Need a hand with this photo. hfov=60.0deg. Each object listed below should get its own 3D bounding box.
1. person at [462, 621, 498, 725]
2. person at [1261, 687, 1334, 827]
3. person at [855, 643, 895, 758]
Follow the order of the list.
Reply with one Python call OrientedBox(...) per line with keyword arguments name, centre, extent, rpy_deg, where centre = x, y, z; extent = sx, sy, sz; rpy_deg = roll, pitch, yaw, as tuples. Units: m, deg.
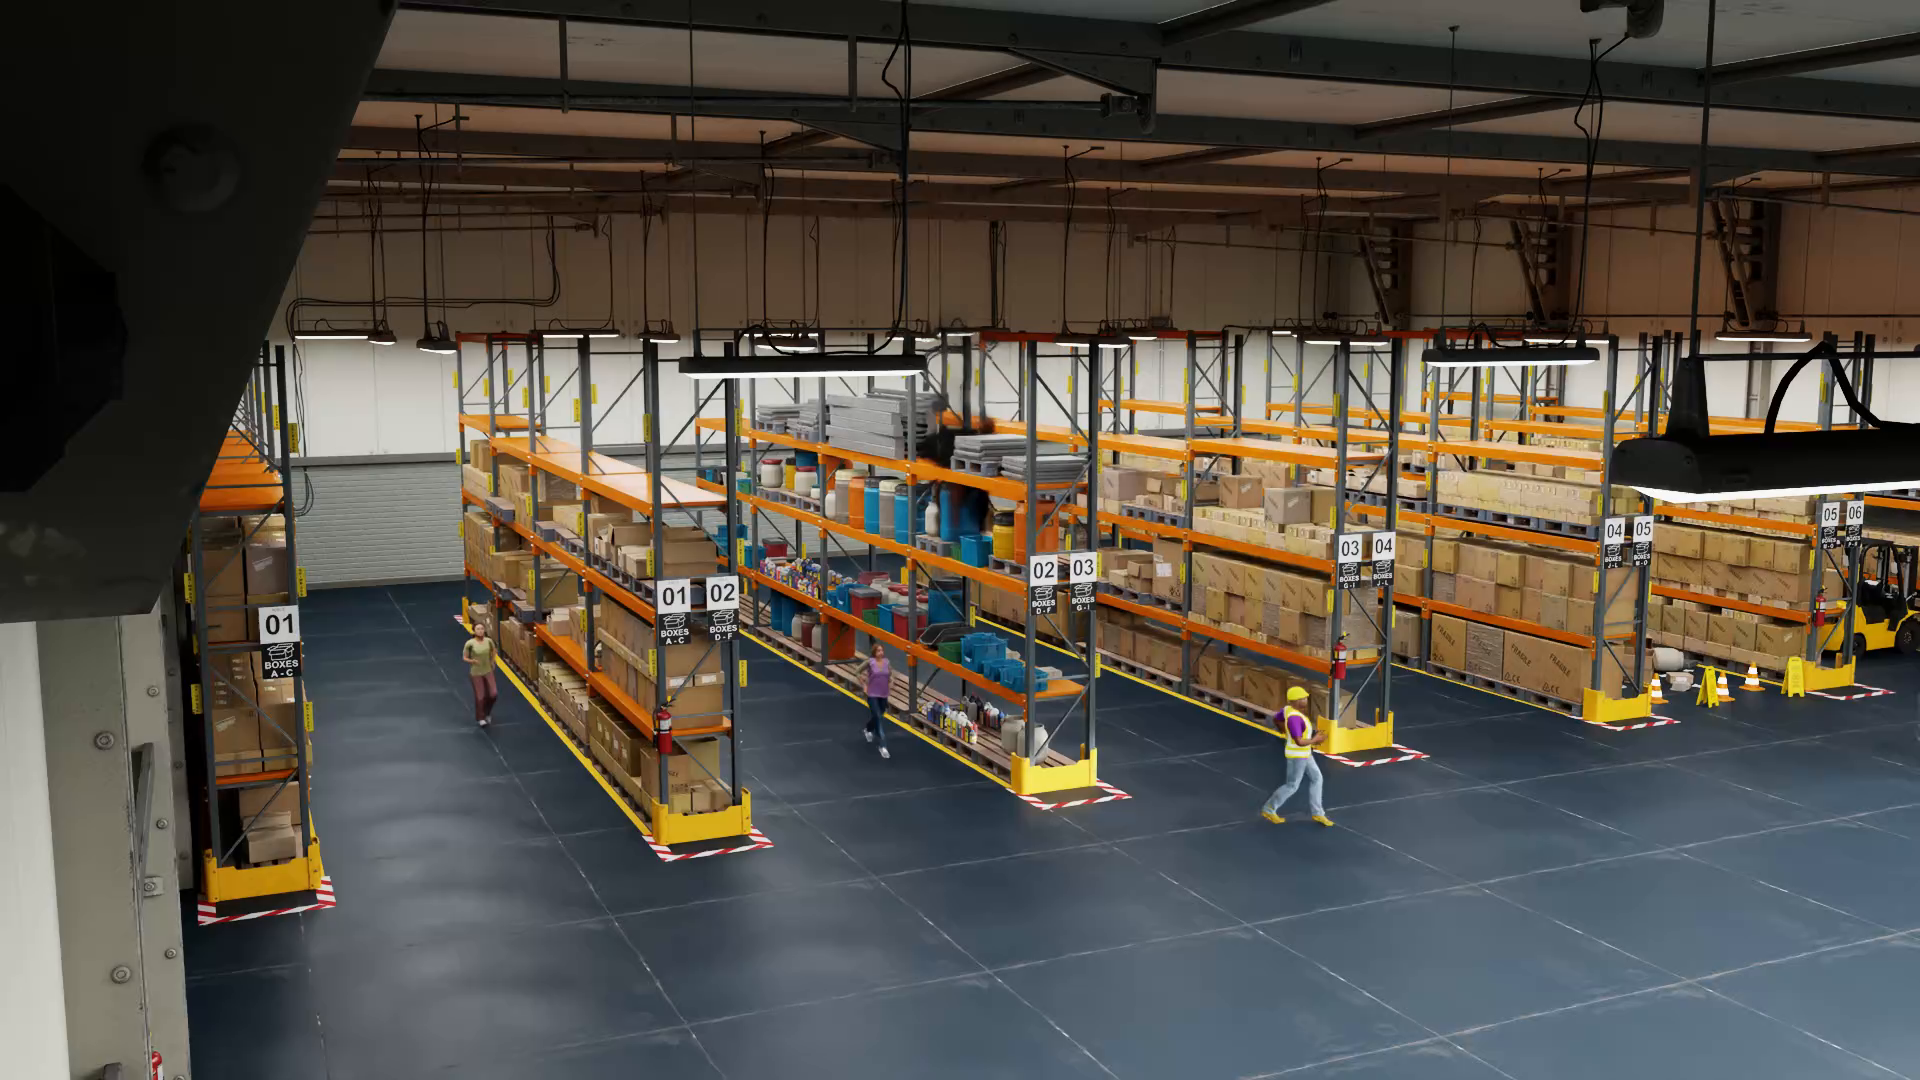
OrientedBox(name="person", centre=(-7.346, 2.066, 25.606), extent=(0.568, 1.628, 0.543), rpy_deg=(-5, 9, -33))
OrientedBox(name="person", centre=(4.213, 2.688, 20.639), extent=(0.899, 1.780, 0.704), rpy_deg=(2, 8, 13))
OrientedBox(name="person", centre=(-1.205, 2.328, 24.173), extent=(0.539, 1.516, 0.871), rpy_deg=(-4, 9, -30))
